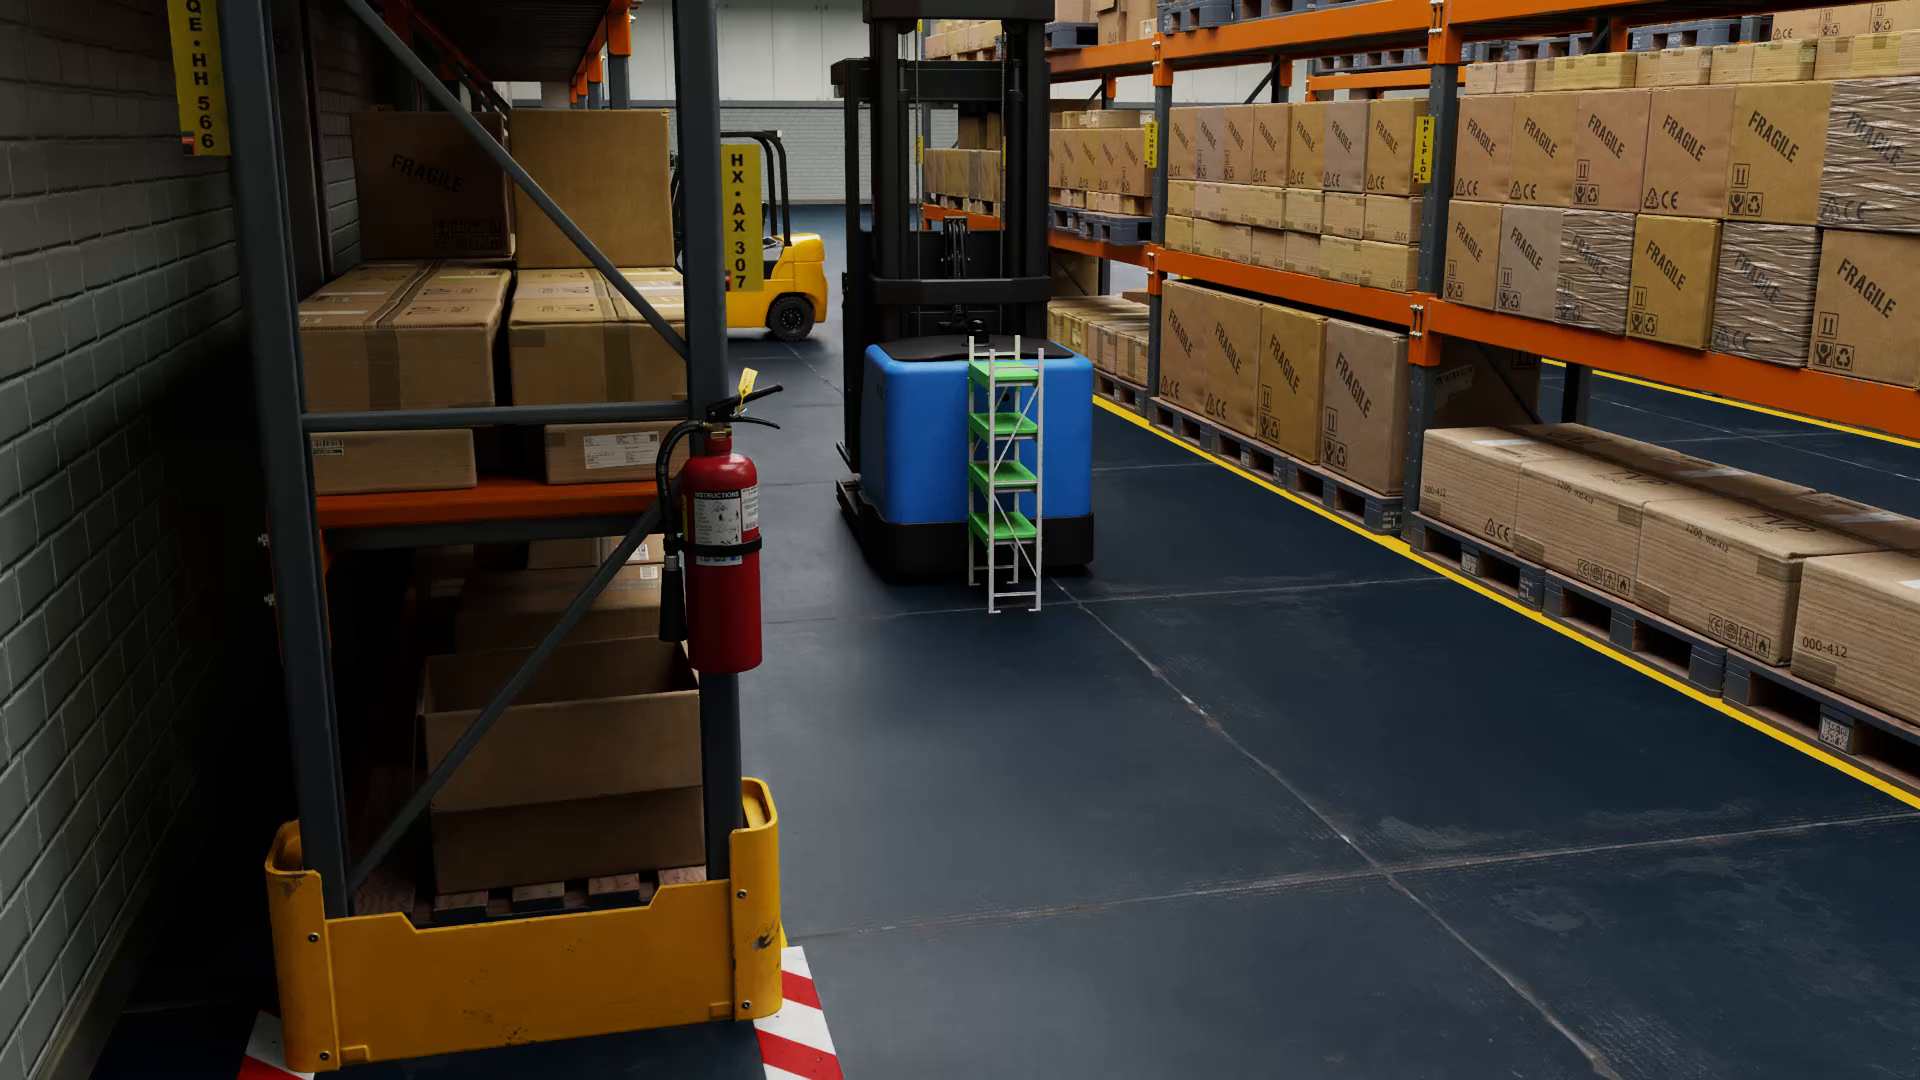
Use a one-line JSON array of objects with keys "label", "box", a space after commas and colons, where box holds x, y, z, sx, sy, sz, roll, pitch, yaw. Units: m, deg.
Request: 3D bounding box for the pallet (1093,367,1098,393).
[{"label": "pallet", "box": [1.458, -1.500, 14.624, 1.003, 0.211, 1.213, -3, 14, -13]}]

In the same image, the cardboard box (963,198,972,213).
[{"label": "cardboard box", "box": [0.243, -3.604, 17.887, 0.380, 0.149, 0.250, -3, 14, -13]}]

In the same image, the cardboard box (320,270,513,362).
[{"label": "cardboard box", "box": [-1.620, -0.667, 5.027, 0.500, 0.250, 0.500, -3, 14, -11]}]

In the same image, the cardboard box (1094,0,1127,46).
[{"label": "cardboard box", "box": [1.537, -4.251, 13.470, 0.797, 0.503, 0.637, -3, 14, -13]}]

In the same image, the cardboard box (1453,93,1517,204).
[{"label": "cardboard box", "box": [2.739, -1.882, 7.992, 0.500, 0.500, 0.500, -3, 14, -13]}]

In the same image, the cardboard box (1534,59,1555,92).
[{"label": "cardboard box", "box": [2.861, -2.118, 7.593, 0.380, 0.149, 0.250, -3, 14, -14]}]

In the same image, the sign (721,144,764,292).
[{"label": "sign", "box": [-0.495, -0.721, 3.736, 0.100, 0.325, 0.005, -3, 14, -13]}]

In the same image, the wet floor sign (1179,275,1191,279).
[{"label": "wet floor sign", "box": [2.901, -3.291, 21.038, 0.267, 0.644, 0.232, -6, 15, -23]}]

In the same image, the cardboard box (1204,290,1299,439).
[{"label": "cardboard box", "box": [2.210, -1.196, 11.093, 0.875, 0.875, 0.875, -3, 14, -13]}]

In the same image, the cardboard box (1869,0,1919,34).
[{"label": "cardboard box", "box": [6.833, -3.822, 11.720, 0.500, 0.500, 0.500, -3, 14, -13]}]

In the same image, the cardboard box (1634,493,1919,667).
[{"label": "cardboard box", "box": [3.327, 0.135, 6.567, 0.875, 0.438, 0.875, -3, 14, -12]}]

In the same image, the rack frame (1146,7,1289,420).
[{"label": "rack frame", "box": [1.923, -2.394, 12.405, 1.000, 3.000, 0.127, -3, 14, -13]}]

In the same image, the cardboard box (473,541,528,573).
[{"label": "cardboard box", "box": [-1.480, 0.154, 6.357, 0.700, 0.500, 0.500, -4, 14, -15]}]

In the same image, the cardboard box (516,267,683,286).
[{"label": "cardboard box", "box": [-1.108, -0.695, 5.141, 0.500, 0.250, 0.500, -4, 14, -14]}]

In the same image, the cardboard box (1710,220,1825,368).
[{"label": "cardboard box", "box": [3.198, -0.928, 6.195, 0.500, 0.500, 0.500, -3, 14, -12]}]

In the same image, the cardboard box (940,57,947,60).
[{"label": "cardboard box", "box": [-0.016, -5.361, 18.760, 0.380, 0.149, 0.250, -3, 14, -12]}]

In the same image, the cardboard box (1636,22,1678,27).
[{"label": "cardboard box", "box": [6.030, -4.837, 14.777, 0.500, 0.500, 0.500, -3, 14, -13]}]

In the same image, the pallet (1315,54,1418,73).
[{"label": "pallet", "box": [5.016, -5.782, 20.140, 1.003, 0.211, 1.213, -3, 14, -13]}]

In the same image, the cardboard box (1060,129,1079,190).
[{"label": "cardboard box", "box": [1.167, -3.241, 14.151, 0.500, 0.500, 0.500, -4, 14, -15]}]

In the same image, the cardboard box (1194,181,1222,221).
[{"label": "cardboard box", "box": [1.922, -2.314, 11.340, 0.500, 0.250, 0.500, -3, 14, -12]}]

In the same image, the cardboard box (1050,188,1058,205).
[{"label": "cardboard box", "box": [1.017, -3.072, 14.827, 0.380, 0.149, 0.250, -3, 14, -12]}]

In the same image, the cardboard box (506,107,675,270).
[{"label": "cardboard box", "box": [-1.219, -1.172, 5.514, 0.500, 0.500, 0.500, -3, 14, -12]}]

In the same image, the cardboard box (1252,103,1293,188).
[{"label": "cardboard box", "box": [2.149, -2.450, 10.317, 0.500, 0.500, 0.500, -3, 14, -12]}]

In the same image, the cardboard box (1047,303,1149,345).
[{"label": "cardboard box", "box": [1.281, -1.957, 15.271, 0.950, 0.372, 0.625, -2, 14, -10]}]

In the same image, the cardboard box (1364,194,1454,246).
[{"label": "cardboard box", "box": [2.523, -1.729, 8.947, 0.500, 0.250, 0.500, -3, 14, -13]}]

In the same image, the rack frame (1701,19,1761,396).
[{"label": "rack frame", "box": [6.711, -2.693, 13.629, 1.000, 3.000, 0.127, -3, 14, -13]}]

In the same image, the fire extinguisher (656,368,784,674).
[{"label": "fire extinguisher", "box": [-0.538, -0.044, 3.735, 0.296, 0.674, 0.183, -3, 14, -13]}]

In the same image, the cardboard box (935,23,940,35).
[{"label": "cardboard box", "box": [-0.071, -5.868, 19.156, 0.380, 0.149, 0.250, -3, 14, -14]}]

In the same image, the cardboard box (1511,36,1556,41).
[{"label": "cardboard box", "box": [6.016, -5.306, 17.440, 0.380, 0.149, 0.250, -4, 14, -14]}]

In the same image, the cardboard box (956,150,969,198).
[{"label": "cardboard box", "box": [0.259, -3.954, 17.953, 0.500, 0.500, 0.500, -4, 14, -14]}]

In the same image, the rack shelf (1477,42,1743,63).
[{"label": "rack shelf", "box": [6.241, -4.262, 15.247, 1.077, 0.370, 4.000, -3, 14, -13]}]

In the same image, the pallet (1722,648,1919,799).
[{"label": "pallet", "box": [3.538, 0.626, 5.919, 1.003, 0.211, 1.213, -3, 14, -13]}]

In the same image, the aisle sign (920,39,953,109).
[{"label": "aisle sign", "box": [-0.272, -5.499, 19.638, 0.394, 0.787, 0.004, -3, 14, -13]}]

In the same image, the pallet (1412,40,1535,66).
[{"label": "pallet", "box": [5.589, -5.219, 17.836, 1.003, 0.211, 1.213, -3, 14, -13]}]

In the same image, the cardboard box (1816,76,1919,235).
[{"label": "cardboard box", "box": [3.306, -1.299, 5.608, 0.500, 0.500, 0.500, -3, 14, -13]}]

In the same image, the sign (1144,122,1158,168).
[{"label": "sign", "box": [1.398, -2.885, 12.144, 0.100, 0.325, 0.005, -3, 14, -13]}]

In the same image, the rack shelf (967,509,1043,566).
[{"label": "rack shelf", "box": [0.205, -0.017, 7.750, 0.258, 0.148, 0.480, -2, 14, -10]}]

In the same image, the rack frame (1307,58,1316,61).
[{"label": "rack frame", "box": [4.832, -7.453, 20.471, 1.000, 3.000, 0.127, -3, 14, -13]}]

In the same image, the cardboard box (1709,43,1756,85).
[{"label": "cardboard box", "box": [3.127, -1.822, 6.381, 0.380, 0.149, 0.250, -3, 14, -11]}]

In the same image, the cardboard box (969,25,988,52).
[{"label": "cardboard box", "box": [0.393, -5.167, 17.125, 0.500, 0.250, 0.500, -4, 14, -14]}]

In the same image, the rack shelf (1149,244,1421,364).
[{"label": "rack shelf", "box": [2.393, -1.583, 10.602, 1.077, 0.370, 4.000, -3, 14, -13]}]

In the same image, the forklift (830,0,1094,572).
[{"label": "forklift", "box": [-0.111, -1.569, 9.175, 1.130, 2.935, 3.031, -2, 14, -10]}]

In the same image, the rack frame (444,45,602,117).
[{"label": "rack frame", "box": [-2.901, -2.116, 11.269, 1.000, 3.000, 0.127, -3, 14, -13]}]

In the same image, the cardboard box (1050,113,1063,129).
[{"label": "cardboard box", "box": [0.750, -3.900, 15.483, 0.380, 0.149, 0.250, -3, 14, -13]}]

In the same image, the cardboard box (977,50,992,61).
[{"label": "cardboard box", "box": [0.385, -4.946, 17.059, 0.380, 0.149, 0.250, -3, 14, -12]}]

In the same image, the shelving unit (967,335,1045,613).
[{"label": "shelving unit", "box": [0.205, -0.313, 7.678, 0.258, 1.200, 0.503, -2, 14, -10]}]

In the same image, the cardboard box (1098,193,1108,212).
[{"label": "cardboard box", "box": [1.330, -2.710, 13.344, 0.380, 0.149, 0.250, -4, 14, -16]}]

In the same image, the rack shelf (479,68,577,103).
[{"label": "rack shelf", "box": [-4.310, -4.608, 16.664, 1.077, 0.370, 4.000, -3, 14, -13]}]

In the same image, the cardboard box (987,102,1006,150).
[{"label": "cardboard box", "box": [0.690, -4.460, 17.920, 0.700, 0.500, 0.500, -3, 14, -14]}]

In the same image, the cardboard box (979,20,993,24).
[{"label": "cardboard box", "box": [0.399, -5.273, 16.720, 0.380, 0.149, 0.250, -3, 14, -12]}]

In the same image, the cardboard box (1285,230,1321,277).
[{"label": "cardboard box", "box": [2.294, -1.723, 9.973, 0.500, 0.250, 0.500, -4, 14, -15]}]

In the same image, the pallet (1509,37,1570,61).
[{"label": "pallet", "box": [6.035, -4.771, 16.219, 0.805, 0.209, 1.217, -4, 14, -15]}]

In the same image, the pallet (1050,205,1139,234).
[{"label": "pallet", "box": [1.418, -2.755, 14.287, 1.003, 0.211, 1.213, -3, 14, -13]}]

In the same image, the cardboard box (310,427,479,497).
[{"label": "cardboard box", "box": [-1.361, -0.210, 3.996, 0.380, 0.149, 0.250, -3, 14, -14]}]

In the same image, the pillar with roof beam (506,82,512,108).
[{"label": "pillar with roof beam", "box": [-8.353, -13.826, 46.558, 9.100, 9.000, 0.400, -3, 14, -13]}]
